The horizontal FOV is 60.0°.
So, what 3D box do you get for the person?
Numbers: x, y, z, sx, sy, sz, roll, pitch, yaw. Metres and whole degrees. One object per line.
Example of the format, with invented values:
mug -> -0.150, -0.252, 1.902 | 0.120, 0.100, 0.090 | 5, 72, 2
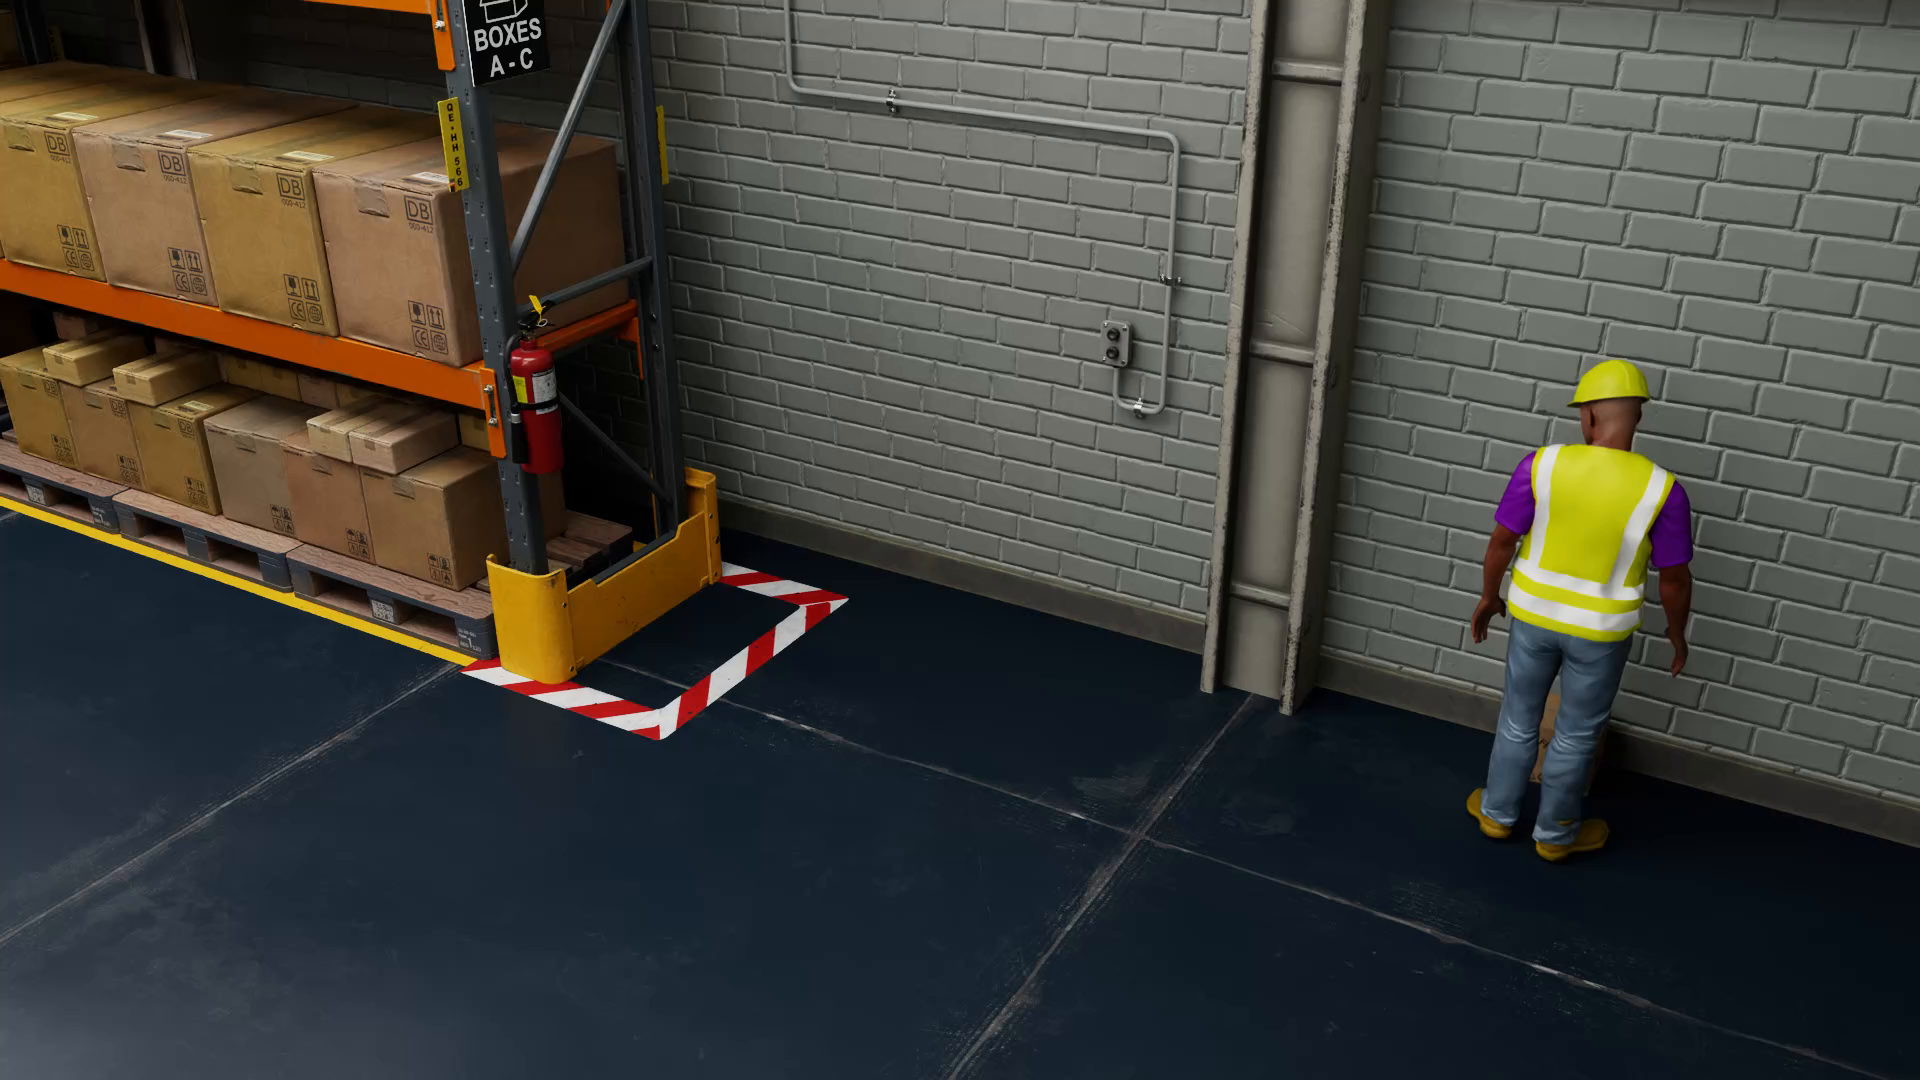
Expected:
person -> 2.064, 0.270, 5.532 | 0.664, 1.779, 0.385 | 14, 30, 26
